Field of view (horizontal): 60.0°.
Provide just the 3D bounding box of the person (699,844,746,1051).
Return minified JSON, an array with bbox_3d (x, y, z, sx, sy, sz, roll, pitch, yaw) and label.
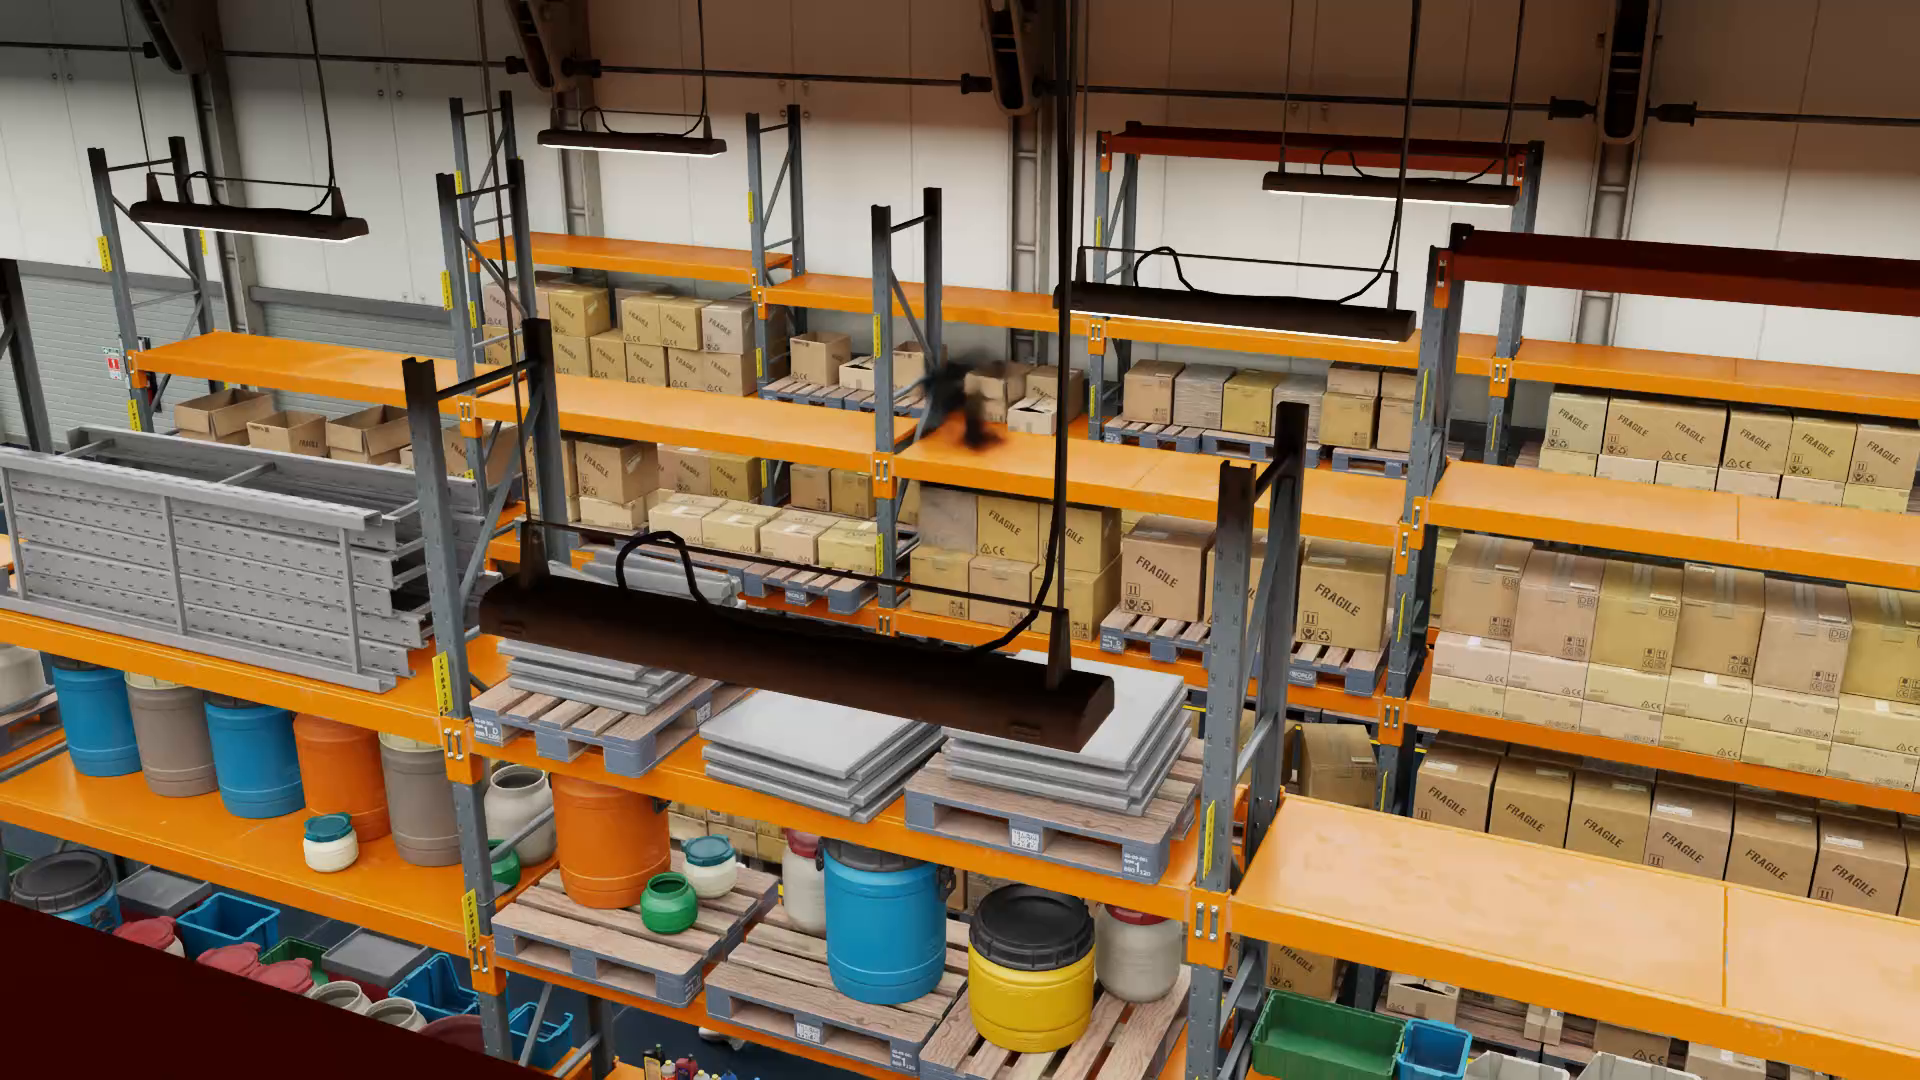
[{"bbox_3d":[-1.774,2.982,12.278,0.662,1.726,0.706,6,21,14],"label":"person"}]
